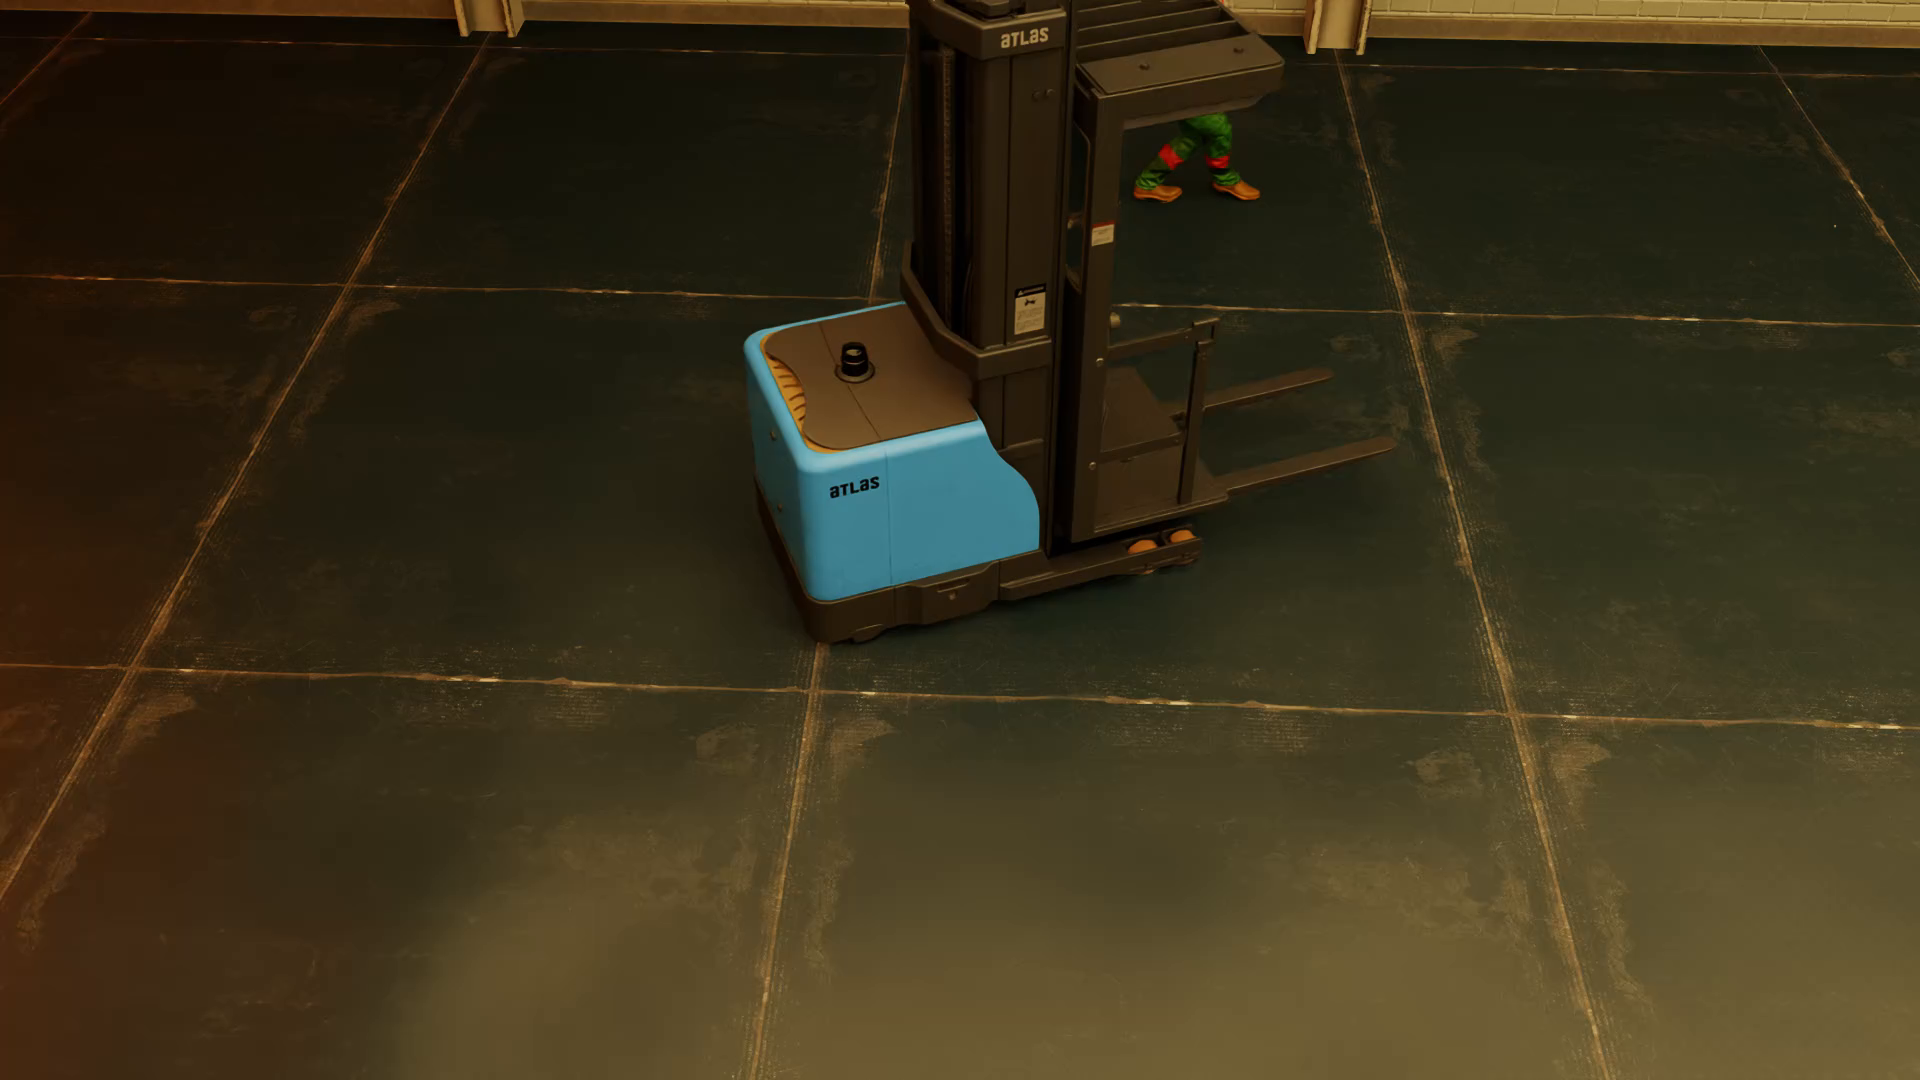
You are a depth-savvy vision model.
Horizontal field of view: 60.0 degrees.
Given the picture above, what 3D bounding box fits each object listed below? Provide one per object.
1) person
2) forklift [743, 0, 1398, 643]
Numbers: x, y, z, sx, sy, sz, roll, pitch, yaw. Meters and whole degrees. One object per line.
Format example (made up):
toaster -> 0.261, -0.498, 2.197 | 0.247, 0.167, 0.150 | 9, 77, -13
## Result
person -> 1.441, -2.616, 9.580 | 0.802, 1.616, 0.792 | 7, 43, 8
forklift -> 0.601, -1.241, 7.102 | 3.031, 2.935, 1.130 | -14, 44, -15
